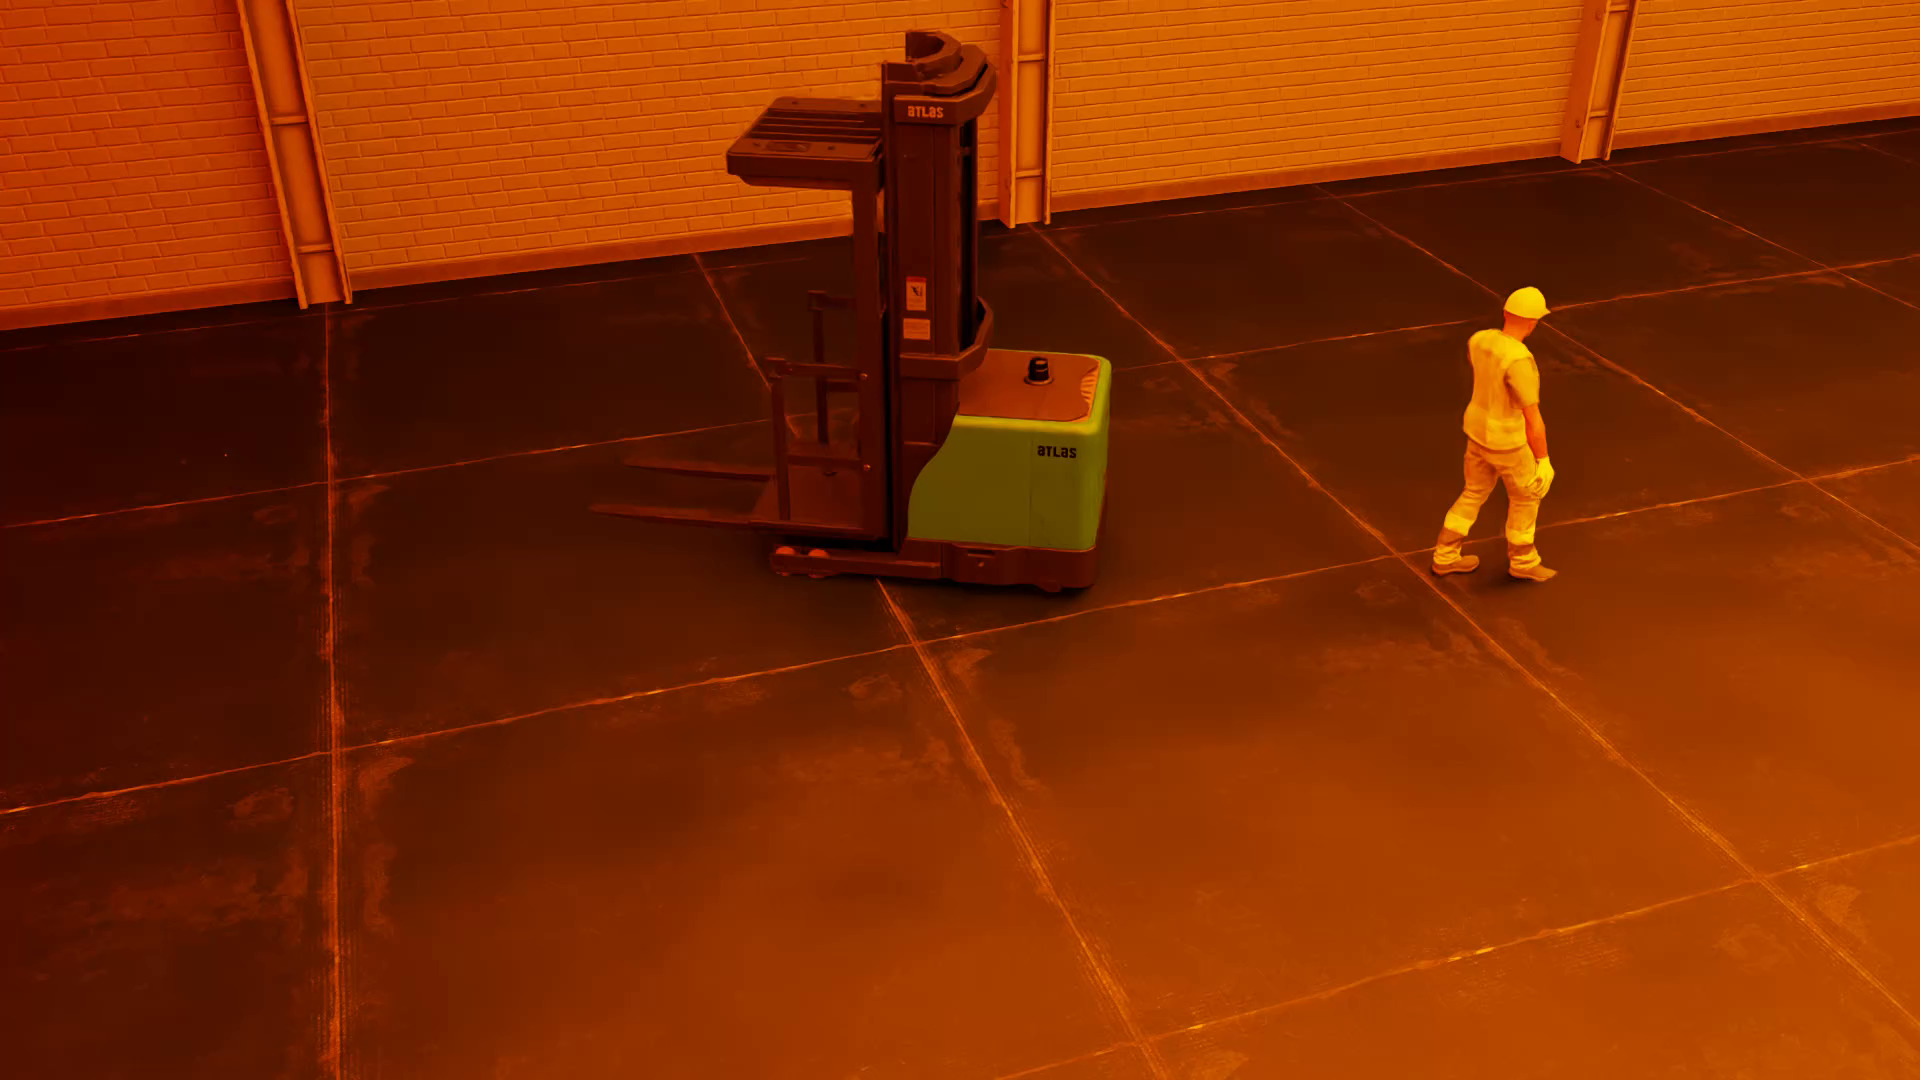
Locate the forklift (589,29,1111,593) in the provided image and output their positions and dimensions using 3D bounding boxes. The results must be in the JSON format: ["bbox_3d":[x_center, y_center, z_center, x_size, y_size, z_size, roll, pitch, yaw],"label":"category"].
[{"bbox_3d":[-0.663,-1.302,9.349,3.031,2.935,1.130,4,30,8],"label":"forklift"}]

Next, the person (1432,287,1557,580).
[{"bbox_3d":[3.112,-0.560,9.266,0.698,1.781,1.031,-9,31,-15],"label":"person"}]
